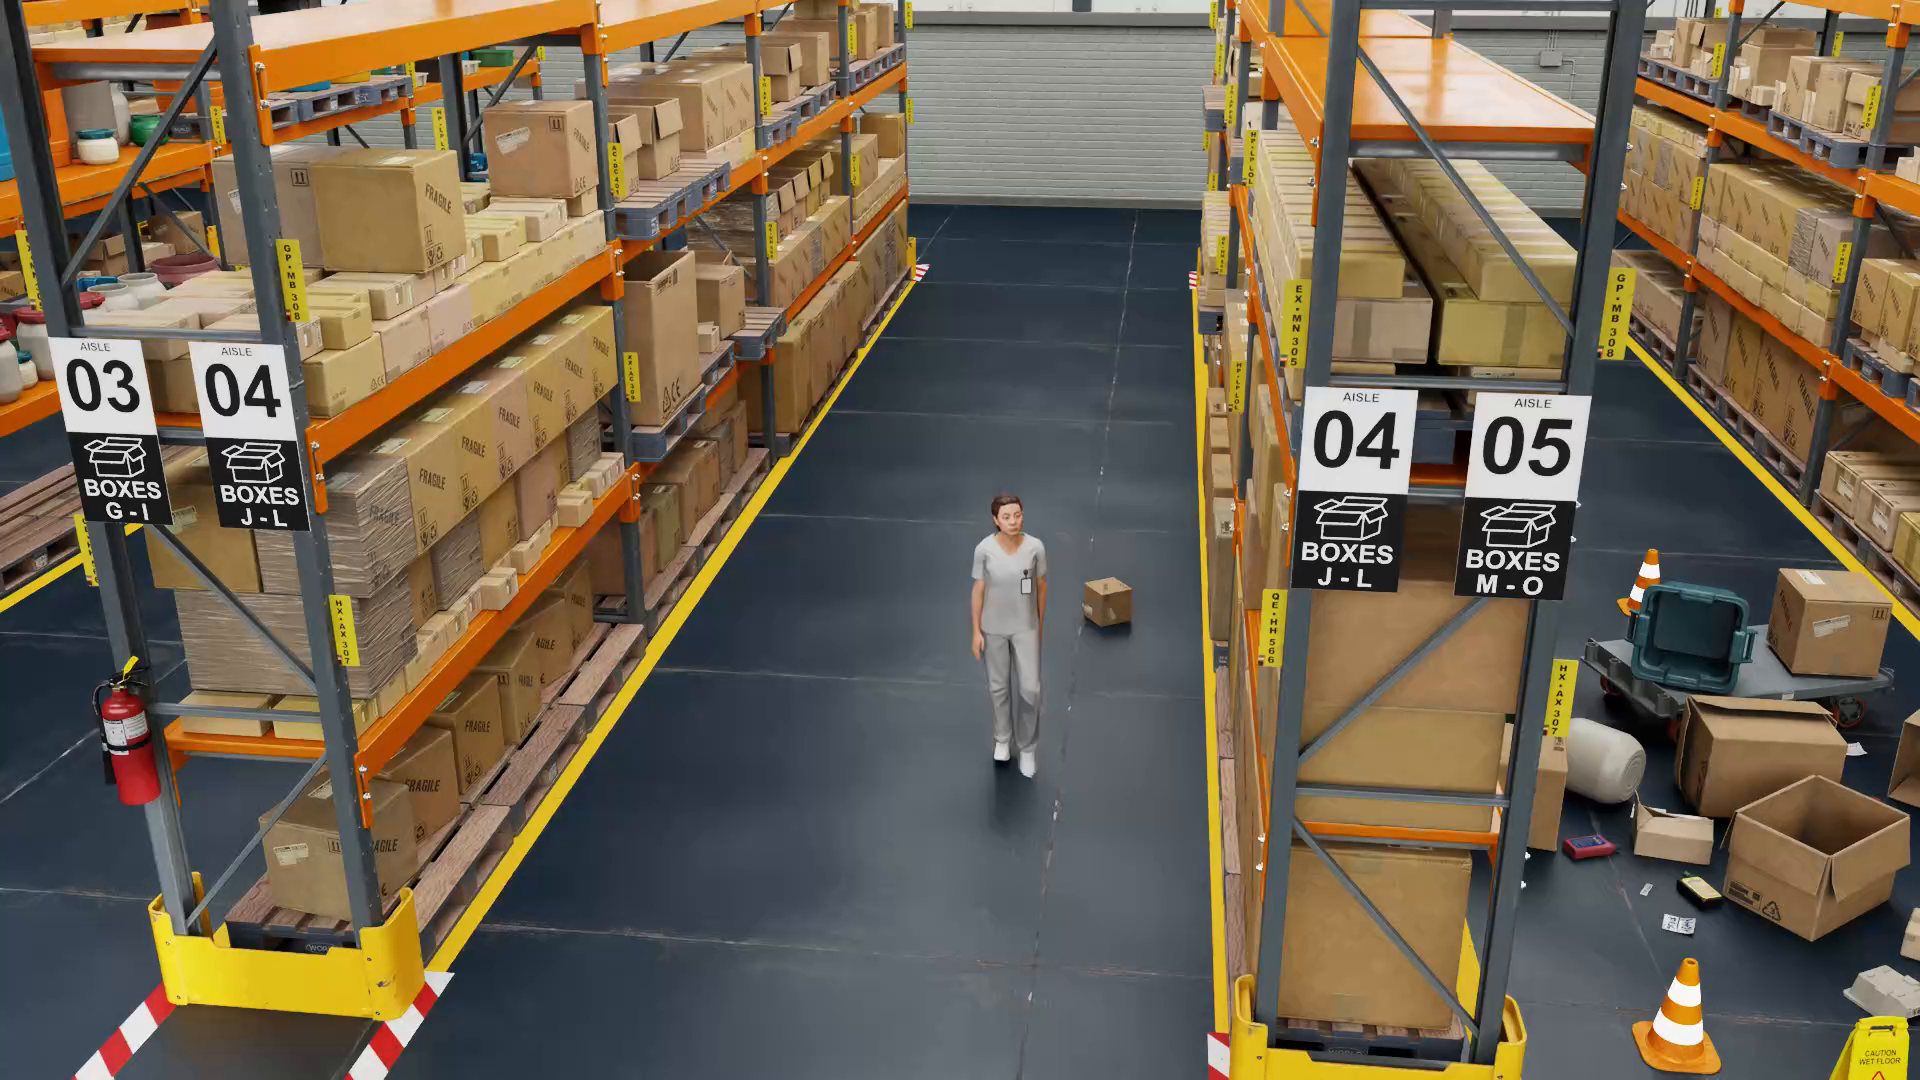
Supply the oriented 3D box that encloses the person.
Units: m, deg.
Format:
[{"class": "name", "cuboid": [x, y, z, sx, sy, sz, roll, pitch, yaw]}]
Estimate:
[{"class": "person", "cuboid": [0.282, 0.560, 9.657, 0.445, 1.707, 0.488, 0, 21, 1]}]
